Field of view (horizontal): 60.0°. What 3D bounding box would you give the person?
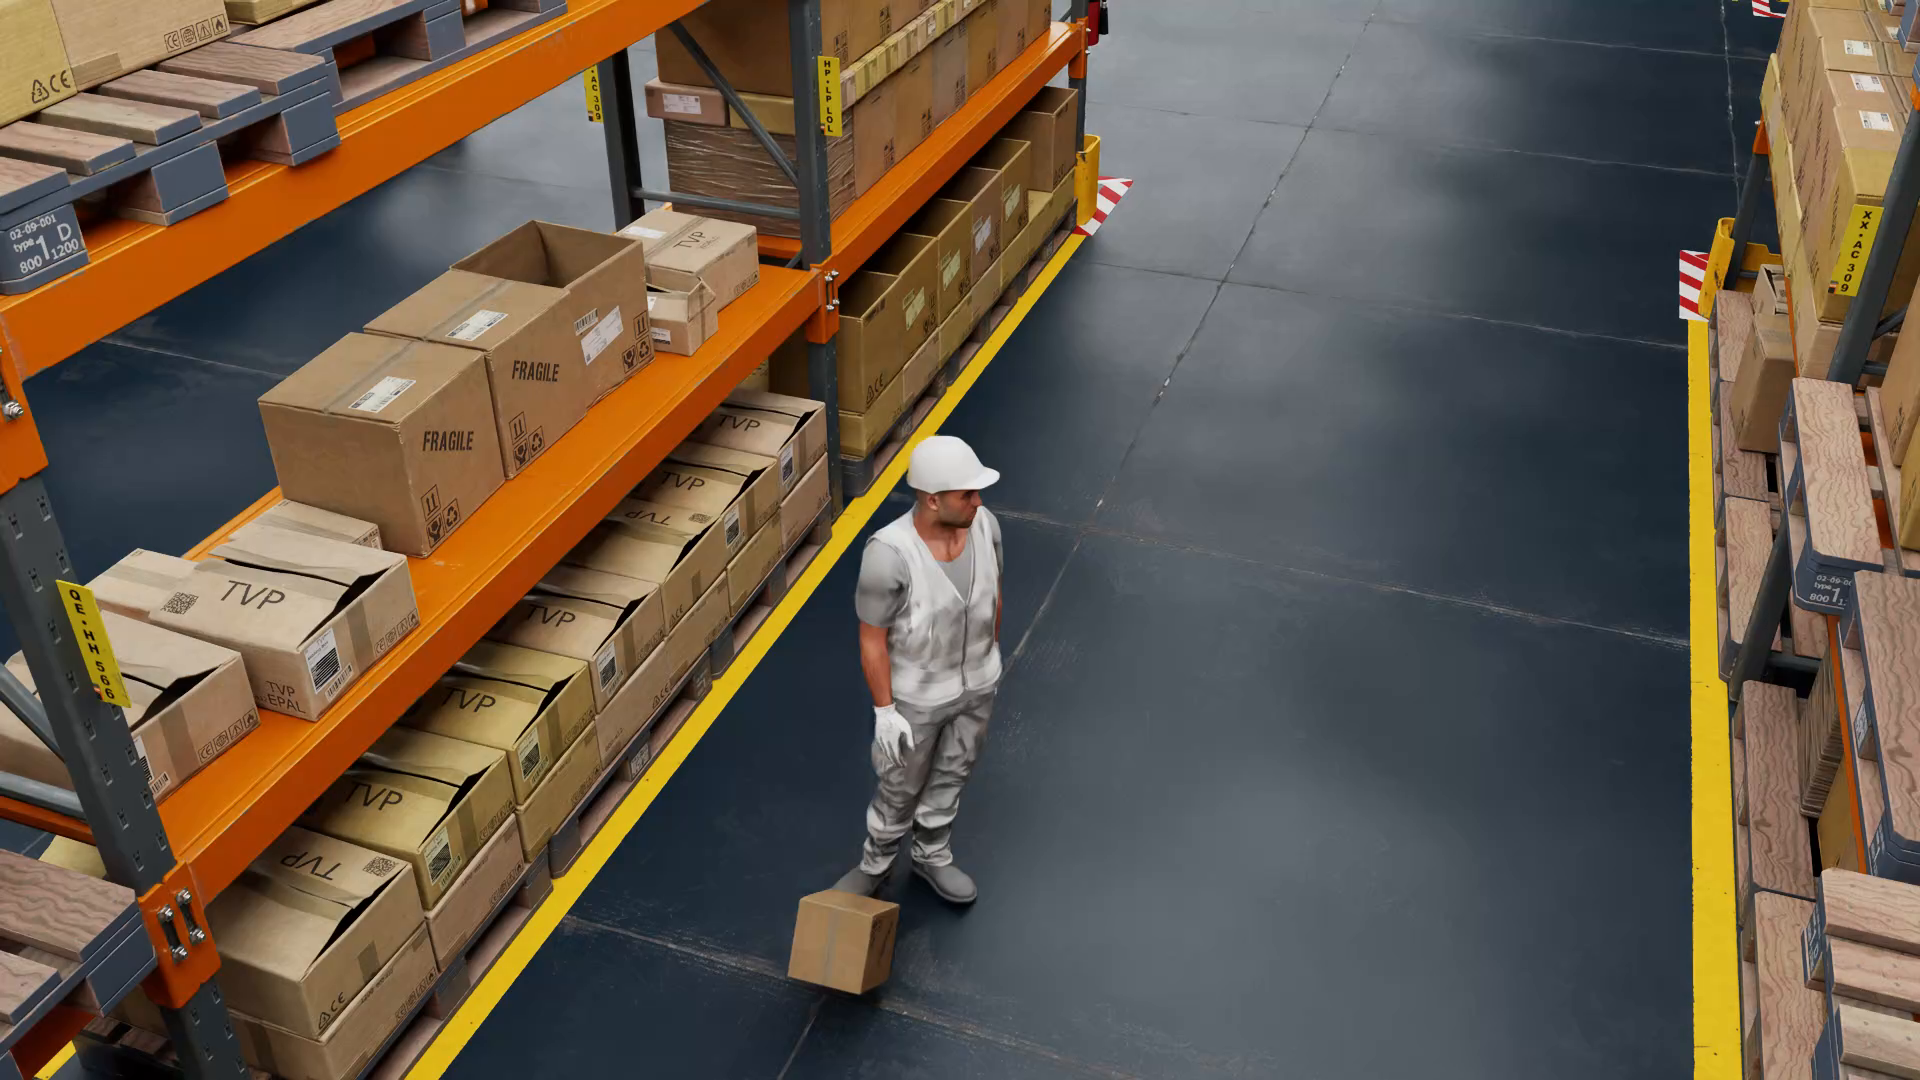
[{"bbox_3d":[-0.123,0.476,5.350,0.660,1.787,0.418,-20,38,-28],"label":"person"}]
